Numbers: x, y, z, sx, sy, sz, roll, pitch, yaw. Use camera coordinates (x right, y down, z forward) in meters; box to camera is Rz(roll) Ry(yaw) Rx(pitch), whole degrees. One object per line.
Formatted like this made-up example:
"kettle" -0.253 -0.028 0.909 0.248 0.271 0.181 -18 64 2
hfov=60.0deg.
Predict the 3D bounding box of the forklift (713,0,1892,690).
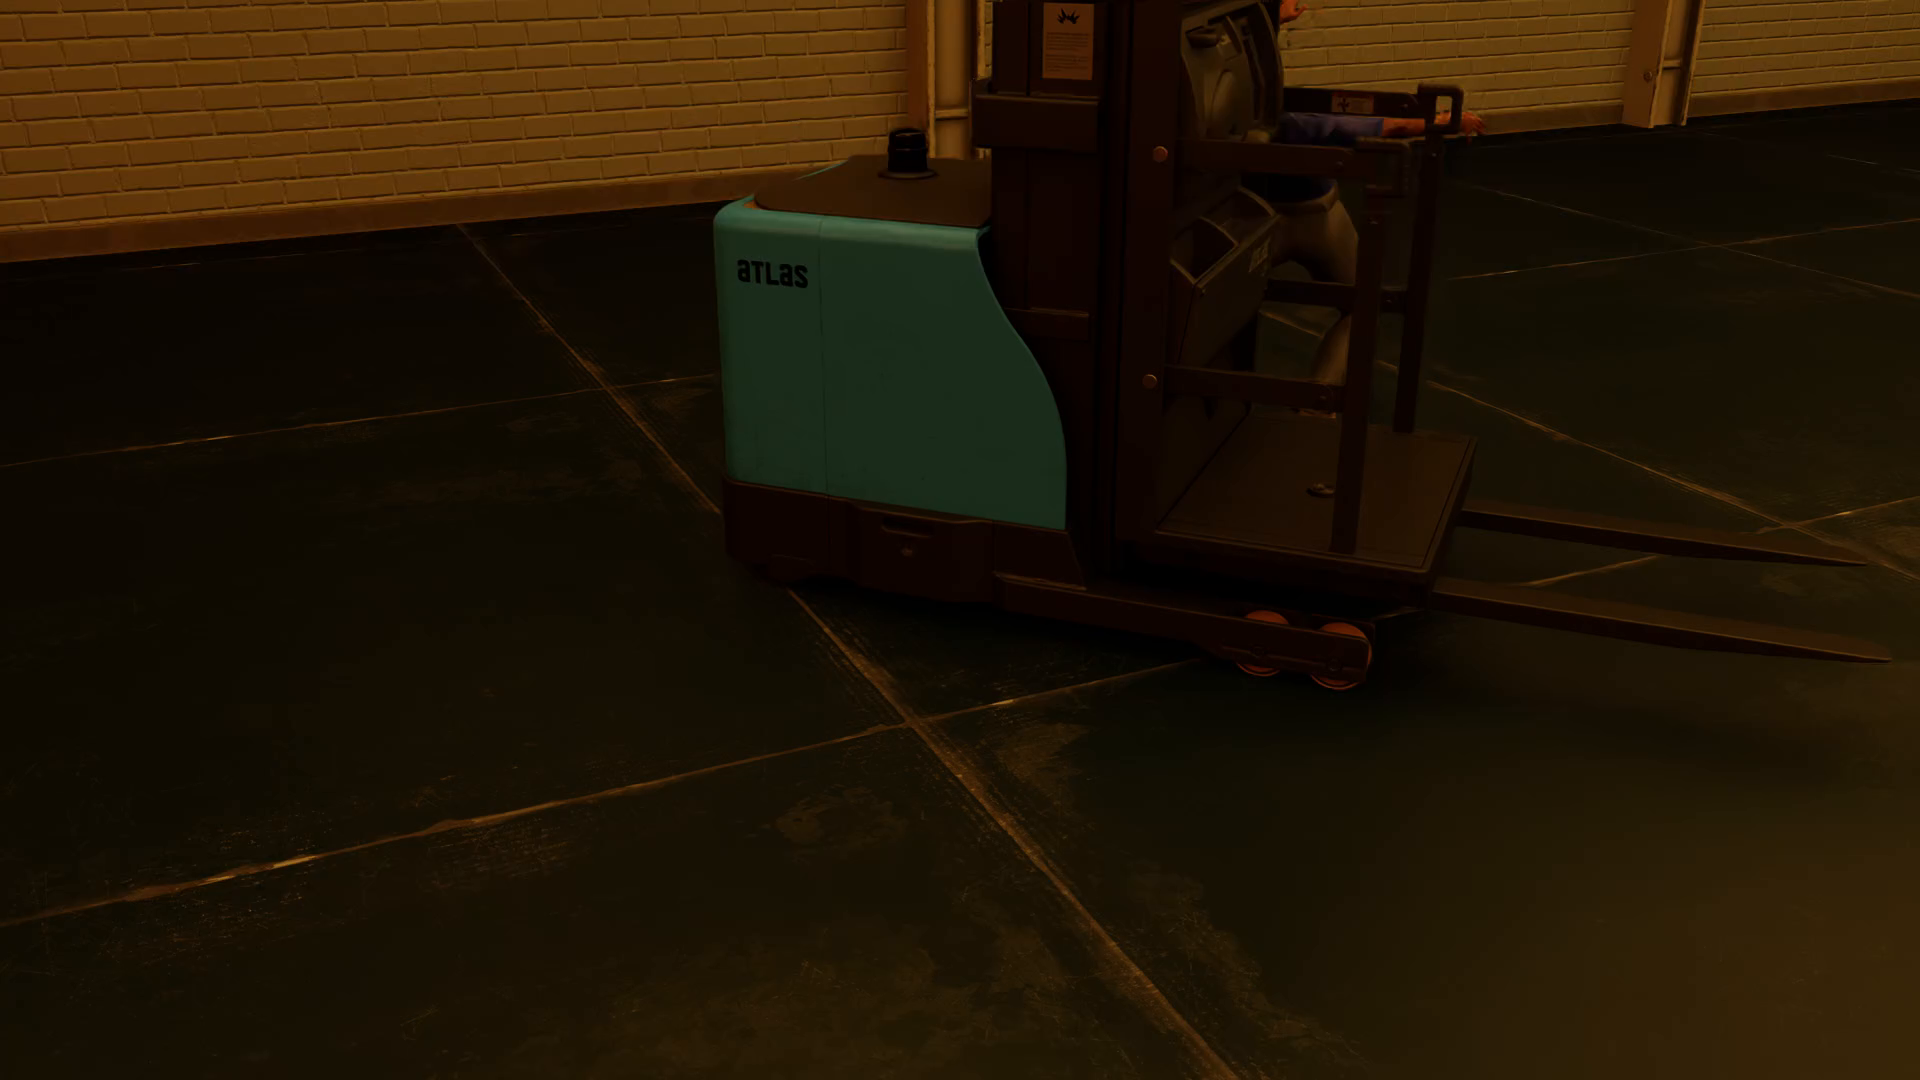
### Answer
"forklift" 0.885 -1.206 4.190 3.031 2.935 1.130 9 24 20

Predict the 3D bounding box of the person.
"person" 1.252 -1.077 5.703 1.019 1.476 0.653 4 23 9
